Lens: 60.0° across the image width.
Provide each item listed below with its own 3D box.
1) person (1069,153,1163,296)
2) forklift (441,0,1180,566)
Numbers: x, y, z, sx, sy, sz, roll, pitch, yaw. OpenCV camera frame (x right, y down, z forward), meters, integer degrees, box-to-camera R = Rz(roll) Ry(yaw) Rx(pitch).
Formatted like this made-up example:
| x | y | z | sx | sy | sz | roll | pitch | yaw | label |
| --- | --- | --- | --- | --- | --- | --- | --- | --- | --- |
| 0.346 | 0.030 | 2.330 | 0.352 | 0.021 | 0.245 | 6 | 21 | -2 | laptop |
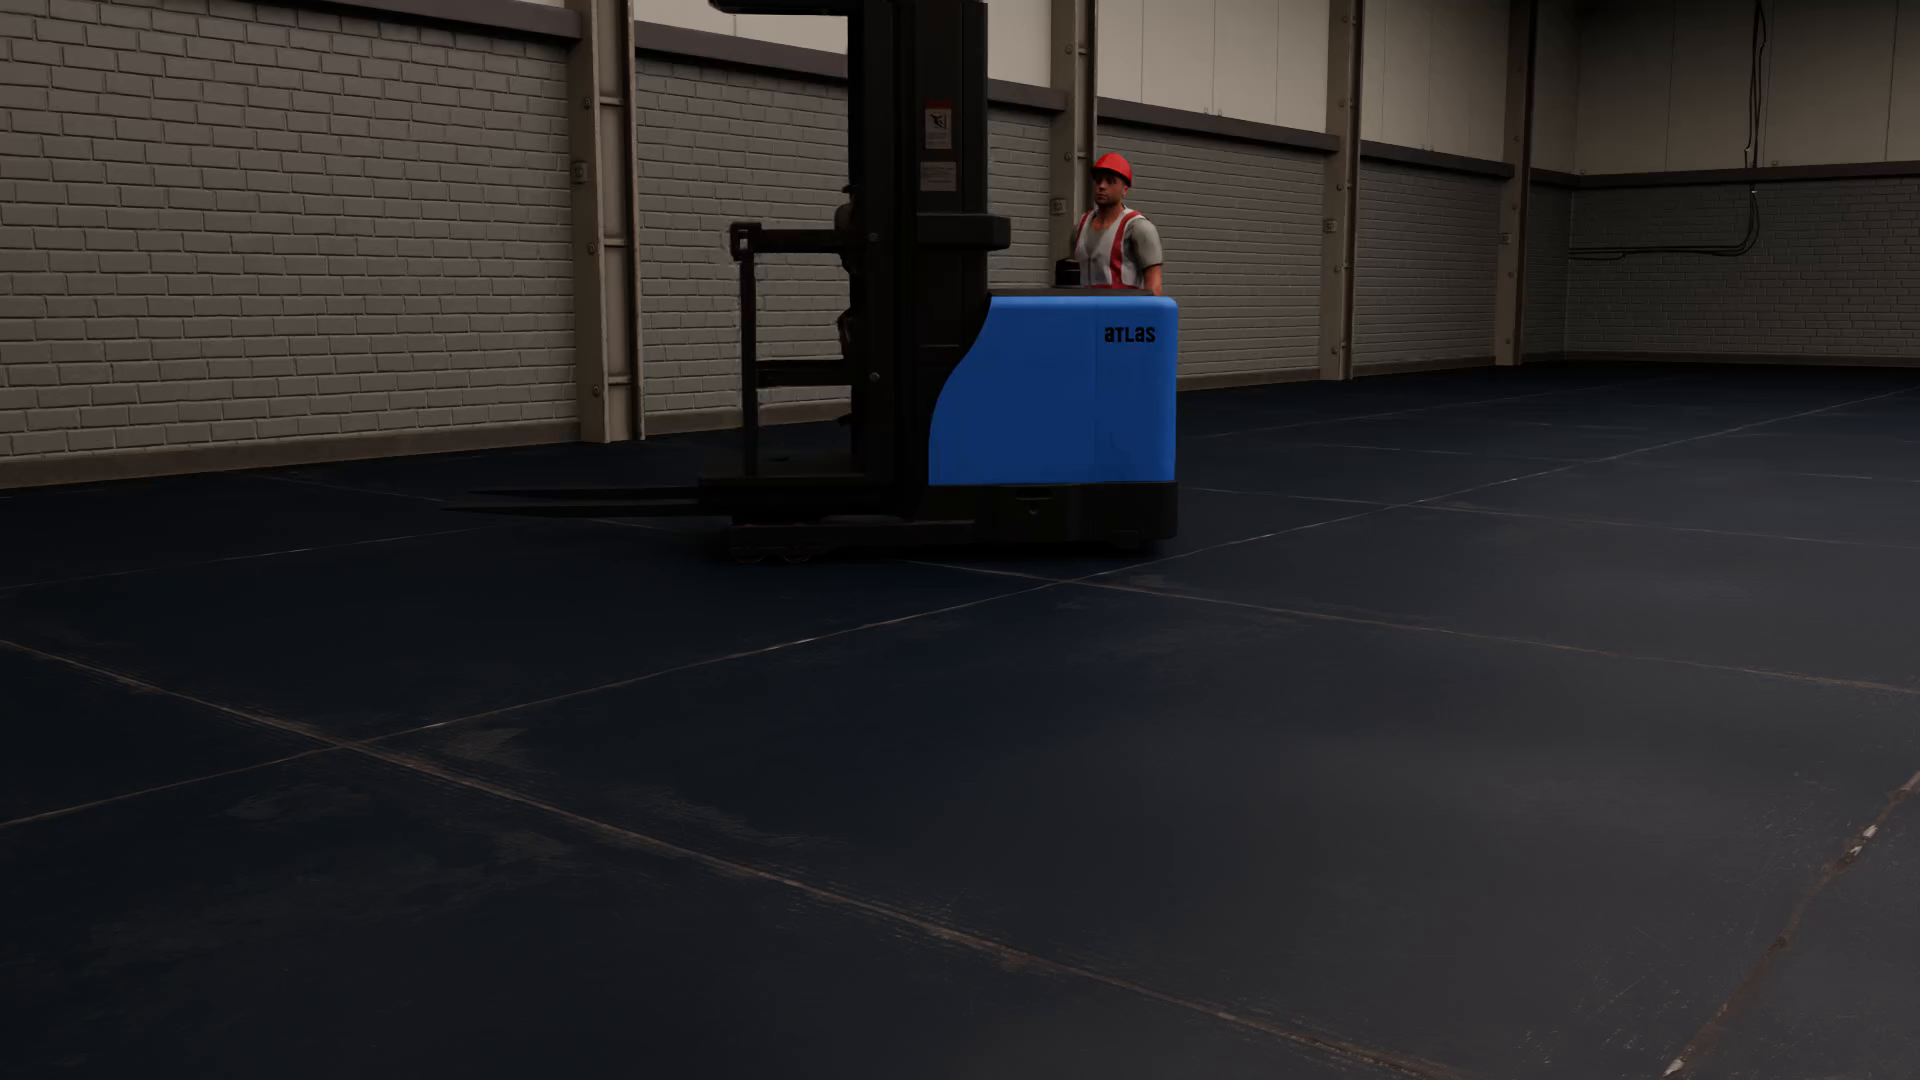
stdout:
| x | y | z | sx | sy | sz | roll | pitch | yaw | label |
| --- | --- | --- | --- | --- | --- | --- | --- | --- | --- |
| 0.696 | -1.061 | 8.470 | 0.670 | 1.794 | 0.503 | 7 | 11 | 41 | person |
| -0.637 | -1.428 | 7.039 | 3.031 | 2.935 | 1.130 | -1 | 8 | -9 | forklift |
